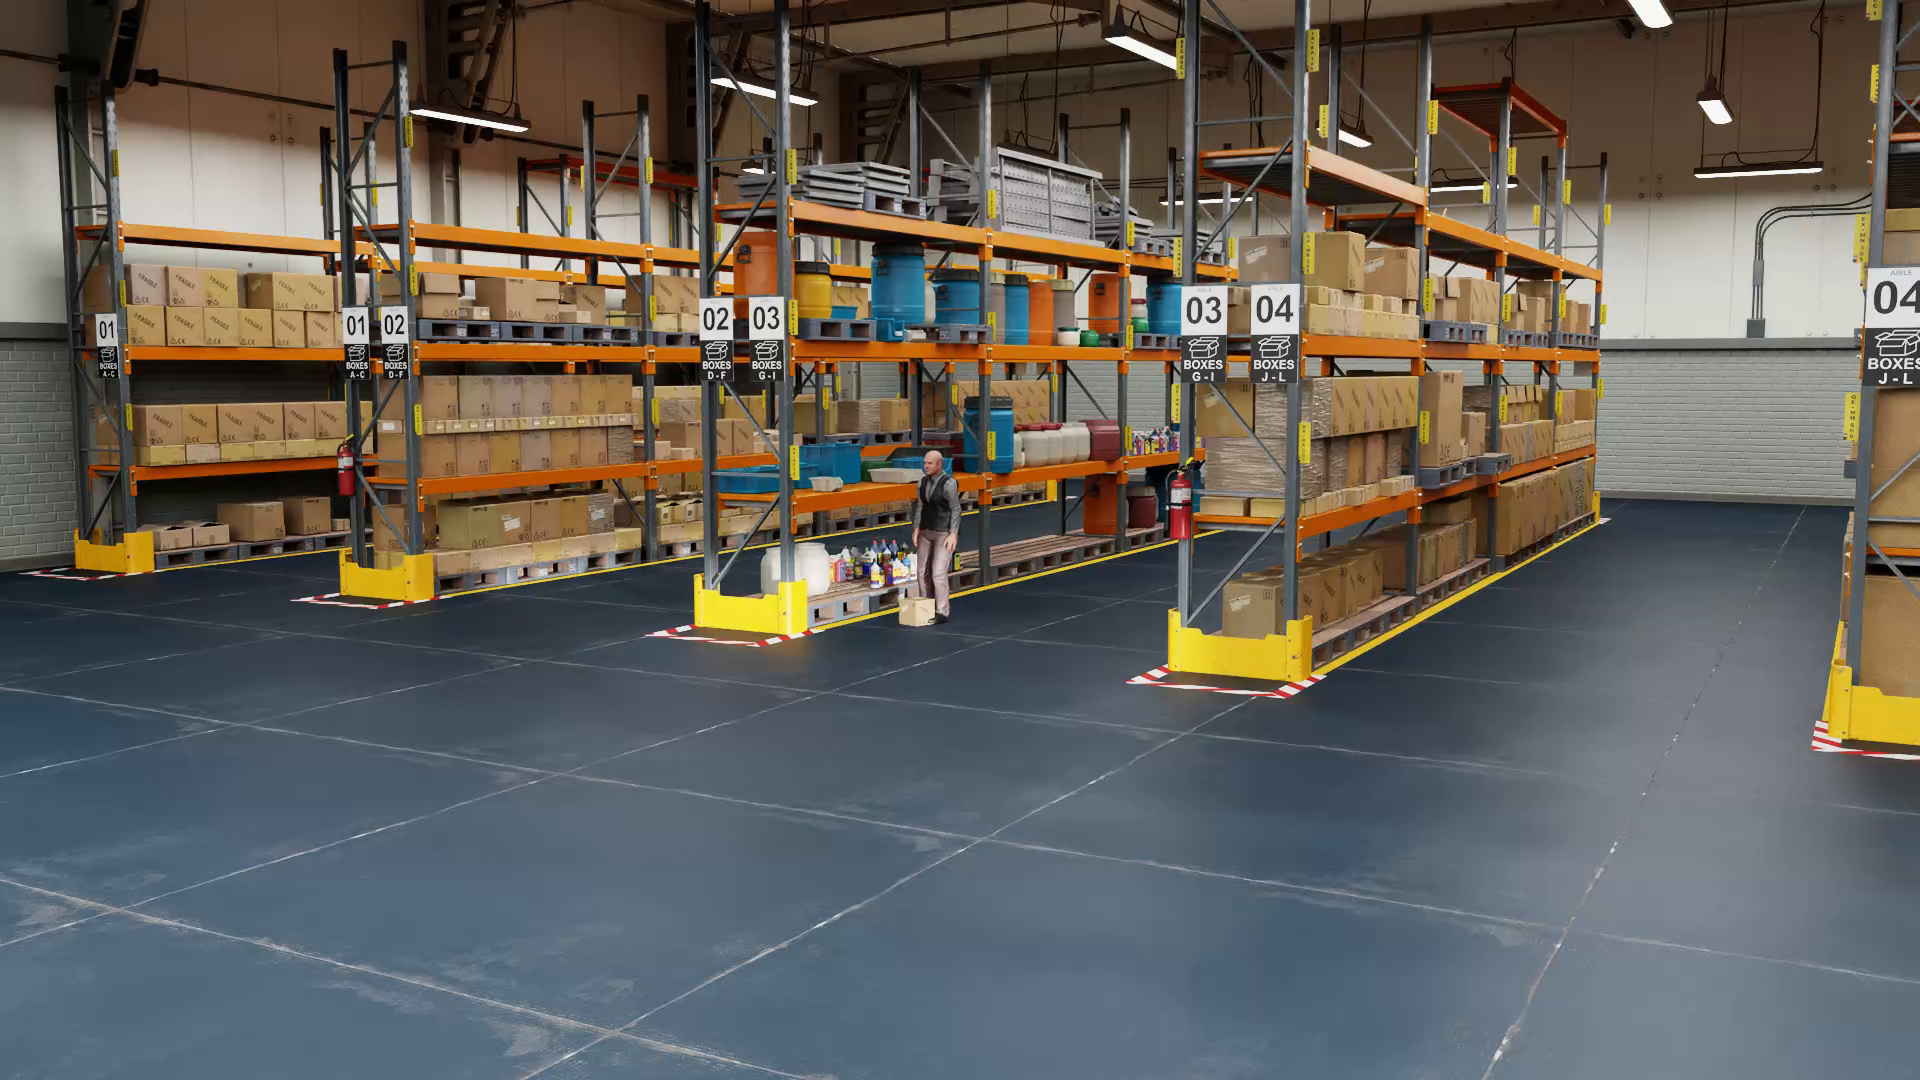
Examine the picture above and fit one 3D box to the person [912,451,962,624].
[{"bbox_3d":[-0.243,-0.039,16.629,0.582,1.718,0.475,6,8,44],"label":"person"}]
